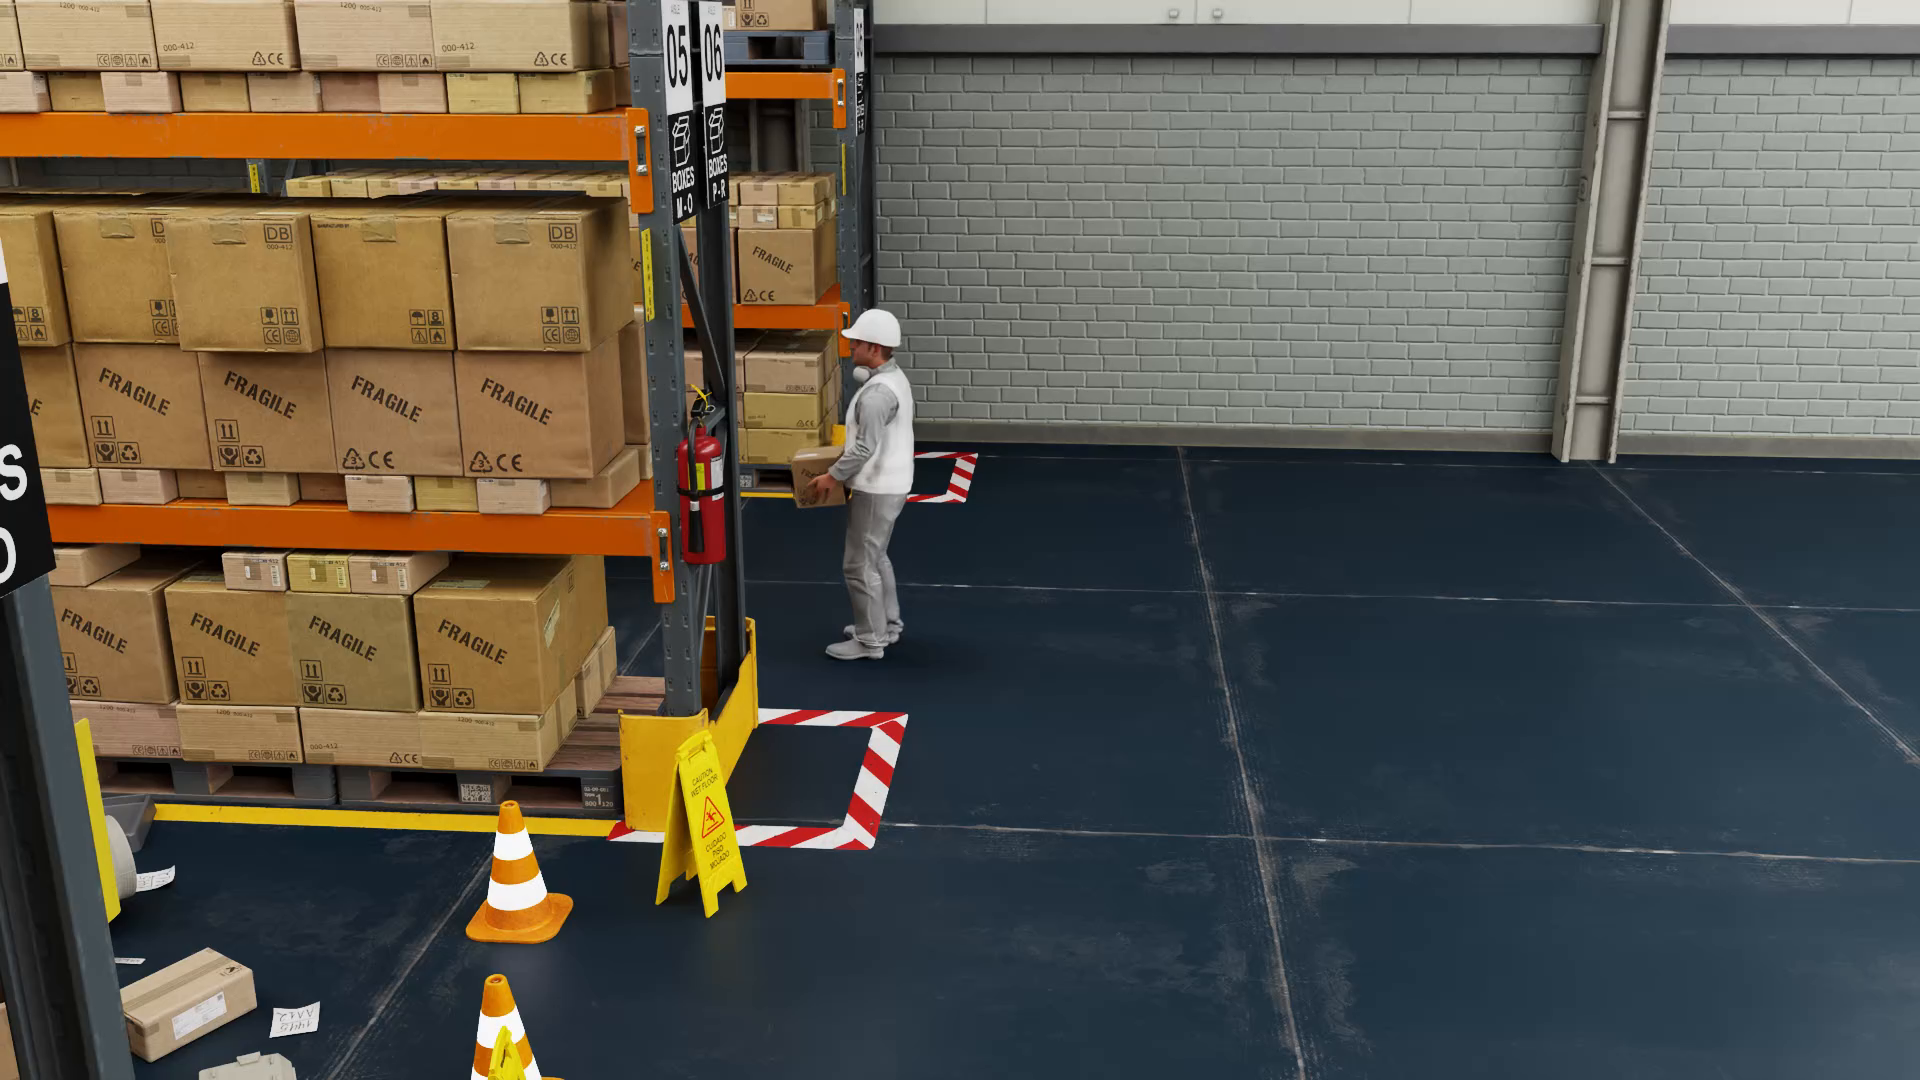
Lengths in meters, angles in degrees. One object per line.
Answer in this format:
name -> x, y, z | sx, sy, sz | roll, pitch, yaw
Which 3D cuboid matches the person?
person -> -0.492, -0.277, 8.378 | 0.522, 1.779, 0.532 | 1, 17, 3
